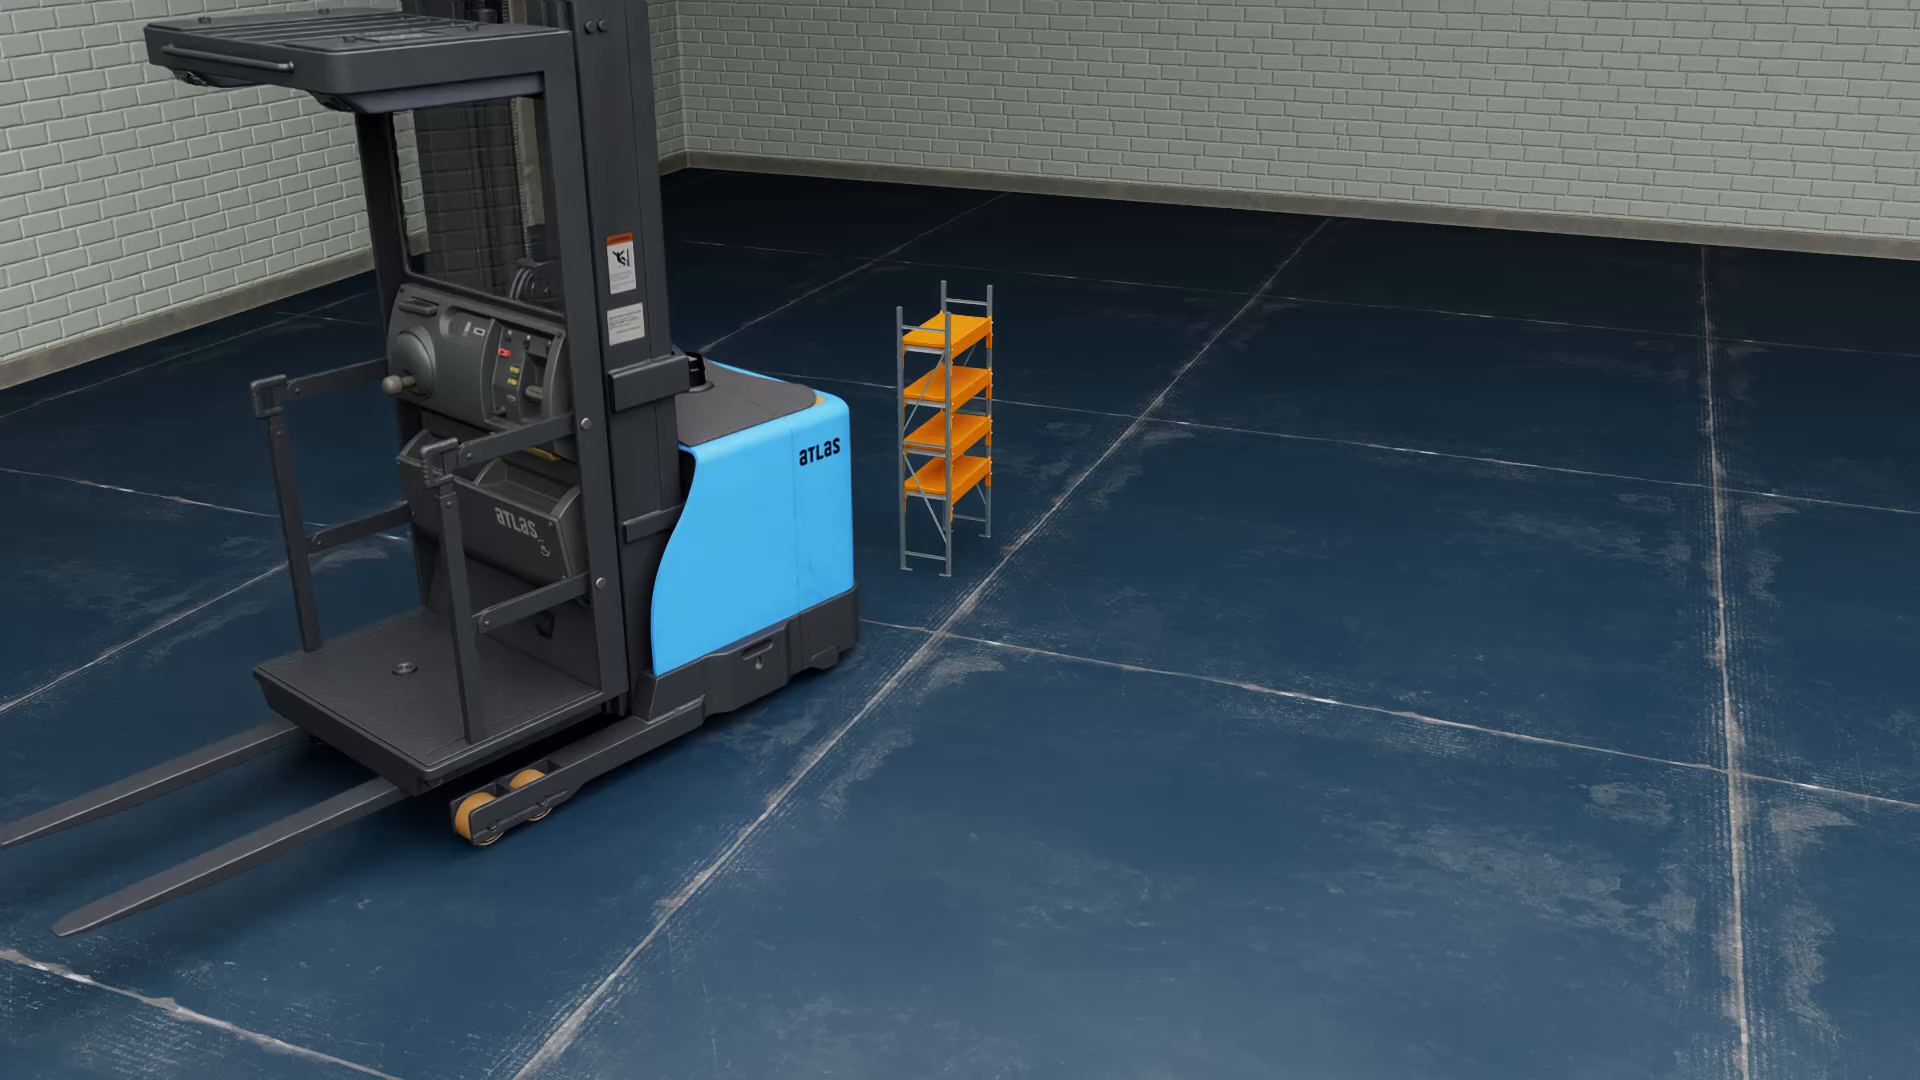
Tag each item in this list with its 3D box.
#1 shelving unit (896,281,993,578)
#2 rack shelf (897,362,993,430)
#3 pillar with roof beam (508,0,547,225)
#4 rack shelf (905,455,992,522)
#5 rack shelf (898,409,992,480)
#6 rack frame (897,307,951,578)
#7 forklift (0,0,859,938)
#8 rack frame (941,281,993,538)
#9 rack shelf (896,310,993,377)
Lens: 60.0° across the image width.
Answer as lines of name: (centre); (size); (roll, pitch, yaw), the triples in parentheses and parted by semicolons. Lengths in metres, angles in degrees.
shelving unit: (-0.061, -0.494, 7.377); (0.258, 1.200, 0.503); (9, 24, 20)
rack shelf: (-0.061, -0.639, 7.317); (0.258, 0.148, 0.480); (9, 24, 20)
pillar with roof beam: (0.267, -6.205, 10.931); (9.100, 9.000, 0.400); (9, 24, 20)
rack shelf: (-0.061, -0.249, 7.479); (0.258, 0.148, 0.480); (9, 24, 20)
rack shelf: (-0.061, -0.432, 7.403); (0.258, 0.148, 0.480); (9, 24, 20)
rack frame: (-0.152, -0.407, 7.168); (0.240, 1.200, 0.015); (9, 24, 20)
forklift: (-1.741, -0.584, 5.345); (1.130, 2.935, 3.031); (18, 29, 37)
rack frame: (0.029, -0.582, 7.586); (0.240, 1.200, 0.015); (9, 24, 20)
rack shelf: (-0.062, -0.857, 7.225); (0.258, 0.148, 0.480); (9, 24, 20)
